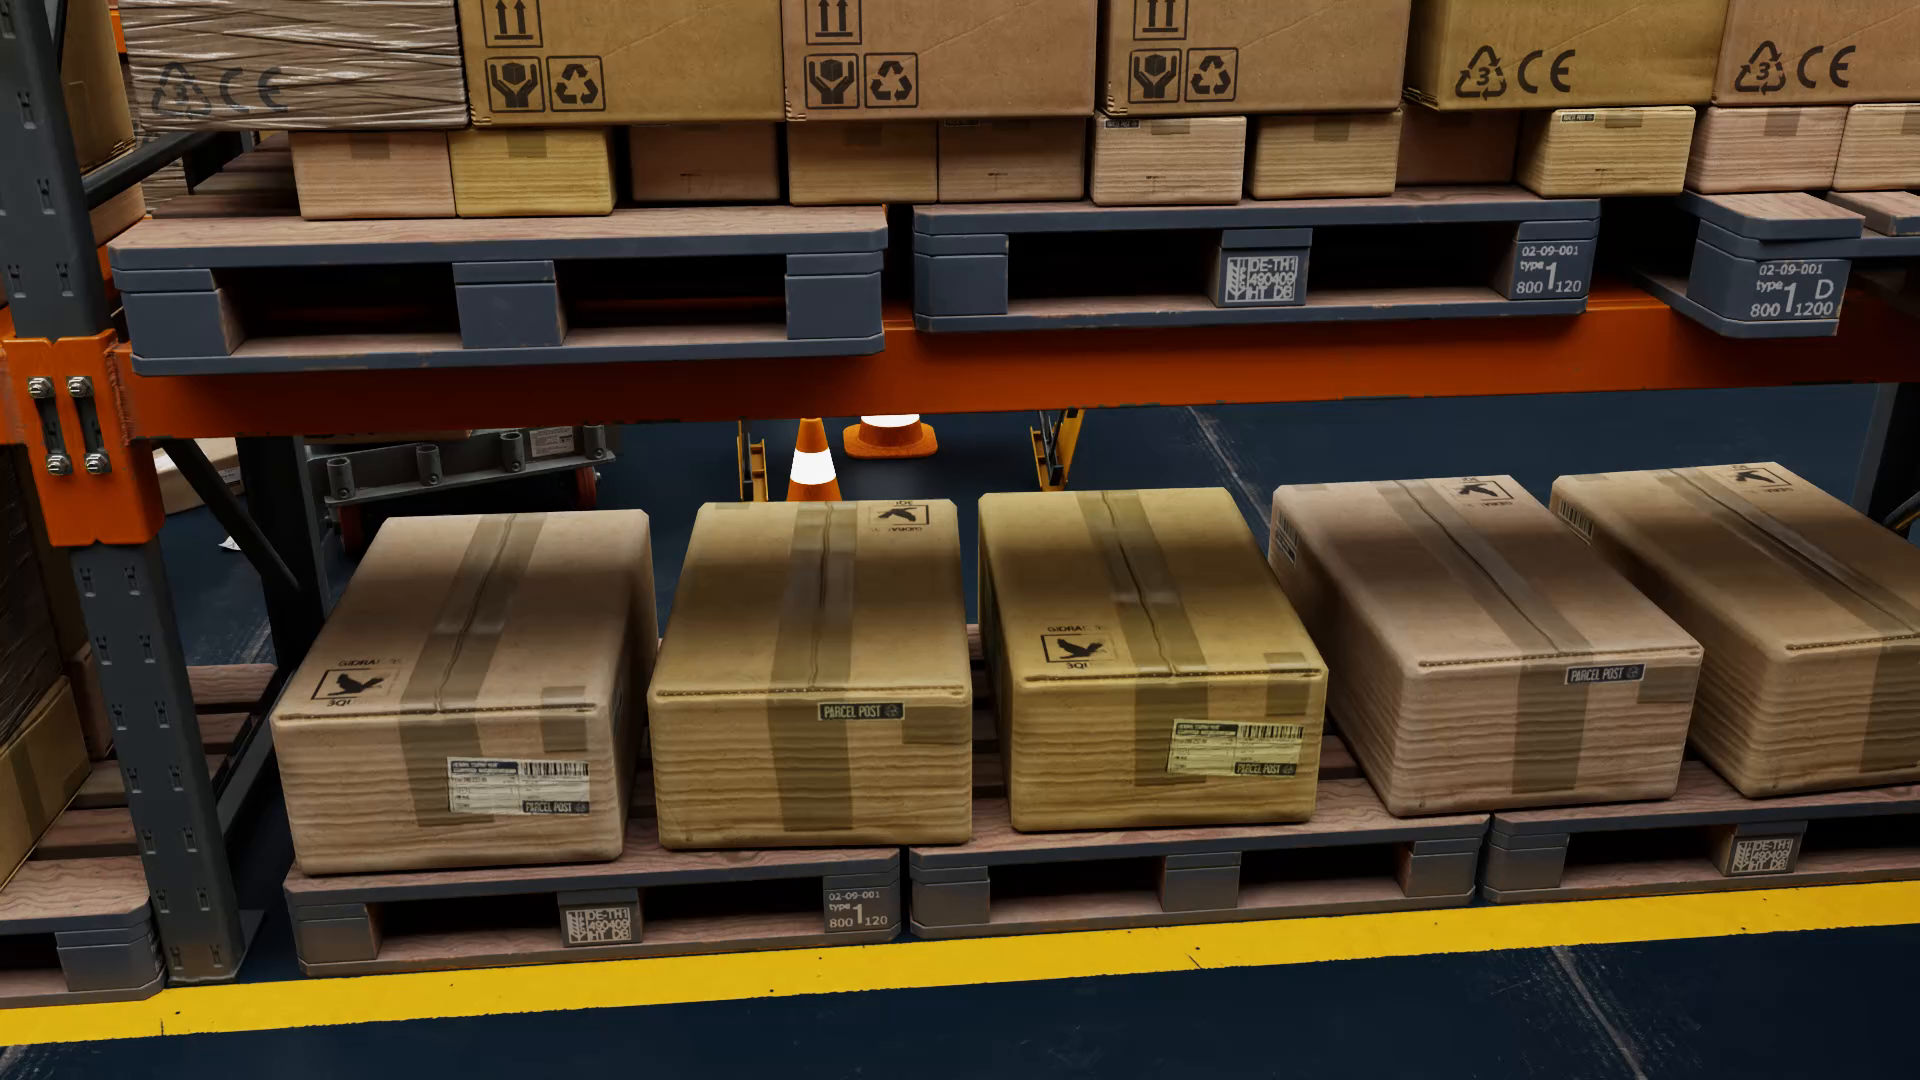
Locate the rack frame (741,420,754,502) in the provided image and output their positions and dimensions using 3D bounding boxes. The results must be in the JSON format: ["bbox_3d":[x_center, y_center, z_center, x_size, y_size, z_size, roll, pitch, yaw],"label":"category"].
[{"bbox_3d":[-0.756,-0.895,5.596,0.032,0.500,1.500,-3,59,-8],"label":"rack frame"}]

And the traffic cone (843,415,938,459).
[{"bbox_3d":[-0.255,-0.567,5.957,0.334,0.463,0.336,-2,24,-5],"label":"traffic cone"}]

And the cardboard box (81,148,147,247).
[{"bbox_3d":[-1.887,-0.698,3.436,0.250,0.149,0.380,-2,24,-5],"label":"cardboard box"}]

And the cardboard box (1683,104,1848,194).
[{"bbox_3d":[1.379,-0.749,3.035,0.250,0.149,0.380,-3,24,-8],"label":"cardboard box"}]

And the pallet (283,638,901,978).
[{"bbox_3d":[-0.767,0.547,3.759,1.213,0.211,1.003,-2,24,-5],"label":"pallet"}]

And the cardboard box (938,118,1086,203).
[{"bbox_3d":[0.070,-0.718,2.965,0.250,0.149,0.380,-2,24,-5],"label":"cardboard box"}]

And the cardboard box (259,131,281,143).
[{"bbox_3d":[-2.762,-1.916,7.967,0.875,0.875,0.875,-2,24,-4],"label":"cardboard box"}]

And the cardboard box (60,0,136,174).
[{"bbox_3d":[-2.007,-0.972,3.255,0.500,0.500,0.500,-2,24,-5],"label":"cardboard box"}]

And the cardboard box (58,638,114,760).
[{"bbox_3d":[-2.155,0.284,3.787,0.500,0.250,0.500,-3,24,-8],"label":"cardboard box"}]

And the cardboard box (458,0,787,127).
[{"bbox_3d":[-0.549,-0.992,2.782,0.500,0.500,0.500,-2,24,-5],"label":"cardboard box"}]

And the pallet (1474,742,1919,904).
[{"bbox_3d":[1.661,0.450,3.978,1.213,0.211,1.003,-2,24,-5],"label":"pallet"}]

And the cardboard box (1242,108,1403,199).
[{"bbox_3d":[0.602,-0.730,2.992,0.250,0.149,0.380,-3,24,-7],"label":"cardboard box"}]

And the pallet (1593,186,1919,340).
[{"bbox_3d":[1.740,-0.696,3.359,1.003,0.211,1.213,-2,24,-5],"label":"pallet"}]

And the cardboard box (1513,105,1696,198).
[{"bbox_3d":[1.106,-0.732,2.997,0.250,0.149,0.380,-2,24,-4],"label":"cardboard box"}]

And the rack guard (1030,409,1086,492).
[{"bbox_3d":[0.322,-0.418,5.422,0.087,0.587,0.250,-3,59,-8],"label":"rack guard"}]

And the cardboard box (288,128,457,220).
[{"bbox_3d":[-0.961,-0.667,2.850,0.250,0.149,0.380,-2,24,-4],"label":"cardboard box"}]

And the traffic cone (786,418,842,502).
[{"bbox_3d":[-0.445,-0.152,5.021,0.334,0.463,0.336,-2,24,-5],"label":"traffic cone"}]

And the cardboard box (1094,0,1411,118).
[{"bbox_3d":[0.455,-1.031,2.870,0.500,0.500,0.500,-3,24,-7],"label":"cardboard box"}]

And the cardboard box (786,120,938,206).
[{"bbox_3d":[-0.177,-0.709,2.944,0.250,0.149,0.380,-2,24,-4],"label":"cardboard box"}]

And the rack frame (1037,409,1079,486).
[{"bbox_3d":[0.248,-0.951,5.740,0.032,0.500,1.500,-3,59,-8],"label":"rack frame"}]

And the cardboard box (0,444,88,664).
[{"bbox_3d":[-2.155,-0.059,3.635,0.500,0.500,0.500,-1,24,-3],"label":"cardboard box"}]

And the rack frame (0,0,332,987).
[{"bbox_3d":[-1.542,-0.695,3.122,0.127,3.000,1.000,-2,24,-5],"label":"rack frame"}]

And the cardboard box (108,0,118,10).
[{"bbox_3d":[-3.589,-2.736,7.528,0.550,0.550,0.875,-2,24,-5],"label":"cardboard box"}]

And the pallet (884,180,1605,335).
[{"bbox_3d":[0.473,-0.672,3.305,1.213,0.211,1.003,-2,24,-5],"label":"pallet"}]

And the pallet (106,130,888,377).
[{"bbox_3d":[-0.767,-0.580,3.097,1.213,0.211,1.003,-2,24,-5],"label":"pallet"}]

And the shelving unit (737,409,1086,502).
[{"bbox_3d":[-0.245,-0.924,5.669,1.083,0.587,1.500,-3,59,-8],"label":"shelving unit"}]

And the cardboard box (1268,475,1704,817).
[{"bbox_3d":[1.142,0.205,3.814,0.625,0.372,0.950,-3,24,-6],"label":"cardboard box"}]

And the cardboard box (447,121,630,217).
[{"bbox_3d":[-0.711,-0.673,2.864,0.250,0.149,0.380,-2,24,-4],"label":"cardboard box"}]

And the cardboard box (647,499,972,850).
[{"bbox_3d":[-0.305,0.261,3.687,0.625,0.372,0.950,-1,24,-2],"label":"cardboard box"}]

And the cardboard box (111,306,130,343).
[{"bbox_3d":[-3.093,-0.591,5.793,0.503,0.637,0.797,-2,24,-5],"label":"cardboard box"}]

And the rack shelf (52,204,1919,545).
[{"bbox_3d":[0.449,-0.447,3.447,4.000,0.370,1.077,-2,24,-5],"label":"rack shelf"}]

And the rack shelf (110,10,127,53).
[{"bbox_3d":[-4.119,-2.284,7.580,4.000,0.370,1.077,-2,24,-5],"label":"rack shelf"}]

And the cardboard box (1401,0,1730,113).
[{"bbox_3d":[0.998,-1.052,2.918,0.500,0.500,0.500,-4,24,-9],"label":"cardboard box"}]

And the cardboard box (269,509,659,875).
[{"bbox_3d":[-1.020,0.291,3.619,0.625,0.372,0.950,-2,24,-4],"label":"cardboard box"}]

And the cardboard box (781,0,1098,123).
[{"bbox_3d":[-0.055,-1.006,2.814,0.500,0.500,0.500,-2,24,-5],"label":"cardboard box"}]

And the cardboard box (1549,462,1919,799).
[{"bbox_3d":[1.876,0.172,3.888,0.625,0.372,0.950,-4,24,-9],"label":"cardboard box"}]

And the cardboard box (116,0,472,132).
[{"bbox_3d":[-1.047,-0.972,2.737,0.500,0.500,0.500,-2,24,-4],"label":"cardboard box"}]

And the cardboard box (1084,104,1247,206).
[{"bbox_3d":[0.339,-0.708,2.941,0.250,0.149,0.380,-1,24,-3],"label":"cardboard box"}]

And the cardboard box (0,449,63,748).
[{"bbox_3d":[-2.104,0.159,3.145,0.500,0.500,0.500,-3,24,-6],"label":"cardboard box"}]

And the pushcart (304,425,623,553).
[{"bbox_3d":[-1.816,-0.417,5.723,0.936,0.377,1.648,-11,26,-23],"label":"pushcart"}]

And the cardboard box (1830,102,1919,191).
[{"bbox_3d":[1.630,-0.756,3.050,0.250,0.149,0.380,-2,24,-6],"label":"cardboard box"}]

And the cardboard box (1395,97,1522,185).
[{"bbox_3d":[0.844,-0.773,3.089,0.250,0.149,0.380,-2,24,-5],"label":"cardboard box"}]

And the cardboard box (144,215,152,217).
[{"bbox_3d":[-3.573,-1.074,7.048,0.500,0.500,0.500,2,24,4],"label":"cardboard box"}]

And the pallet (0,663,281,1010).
[{"bbox_3d":[-2.207,0.620,3.595,1.213,0.211,1.003,-2,24,-5],"label":"pallet"}]

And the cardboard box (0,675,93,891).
[{"bbox_3d":[-2.104,0.501,3.297,0.500,0.250,0.500,-1,24,-3],"label":"cardboard box"}]

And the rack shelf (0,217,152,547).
[{"bbox_3d":[-3.532,-0.287,3.088,4.000,0.370,1.077,-2,24,-5],"label":"rack shelf"}]

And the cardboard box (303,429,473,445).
[{"bbox_3d":[-1.747,-0.618,5.091,0.500,0.500,0.500,-2,24,-5],"label":"cardboard box"}]

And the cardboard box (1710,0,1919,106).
[{"bbox_3d":[1.500,-1.073,2.965,0.500,0.500,0.500,-3,24,-6],"label":"cardboard box"}]

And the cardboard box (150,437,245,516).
[{"bbox_3d":[-2.563,-0.281,5.555,0.258,0.266,0.396,22,32,40],"label":"cardboard box"}]

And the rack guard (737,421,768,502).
[{"bbox_3d":[-0.662,-0.364,5.280,0.087,0.587,0.250,-3,59,-8],"label":"rack guard"}]

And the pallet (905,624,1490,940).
[{"bbox_3d":[0.450,0.497,3.872,1.213,0.211,1.003,-2,24,-5],"label":"pallet"}]

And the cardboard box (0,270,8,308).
[{"bbox_3d":[-1.832,-0.445,2.867,0.250,0.149,0.380,-3,24,-6],"label":"cardboard box"}]

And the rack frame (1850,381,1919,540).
[{"bbox_3d":[2.439,-0.855,3.481,0.127,3.000,1.000,-2,24,-5],"label":"rack frame"}]

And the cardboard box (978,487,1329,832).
[{"bbox_3d":[0.387,0.233,3.751,0.625,0.372,0.950,-2,24,-3],"label":"cardboard box"}]

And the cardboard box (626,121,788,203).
[{"bbox_3d":[-0.437,-0.716,2.959,0.250,0.149,0.380,-1,24,-2],"label":"cardboard box"}]

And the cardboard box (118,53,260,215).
[{"bbox_3d":[-3.658,-1.879,7.883,0.875,0.875,0.875,-2,24,-5],"label":"cardboard box"}]

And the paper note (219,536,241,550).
[{"bbox_3d":[-2.237,-0.007,5.228,0.142,0.019,0.148,-2,24,-5],"label":"paper note"}]
